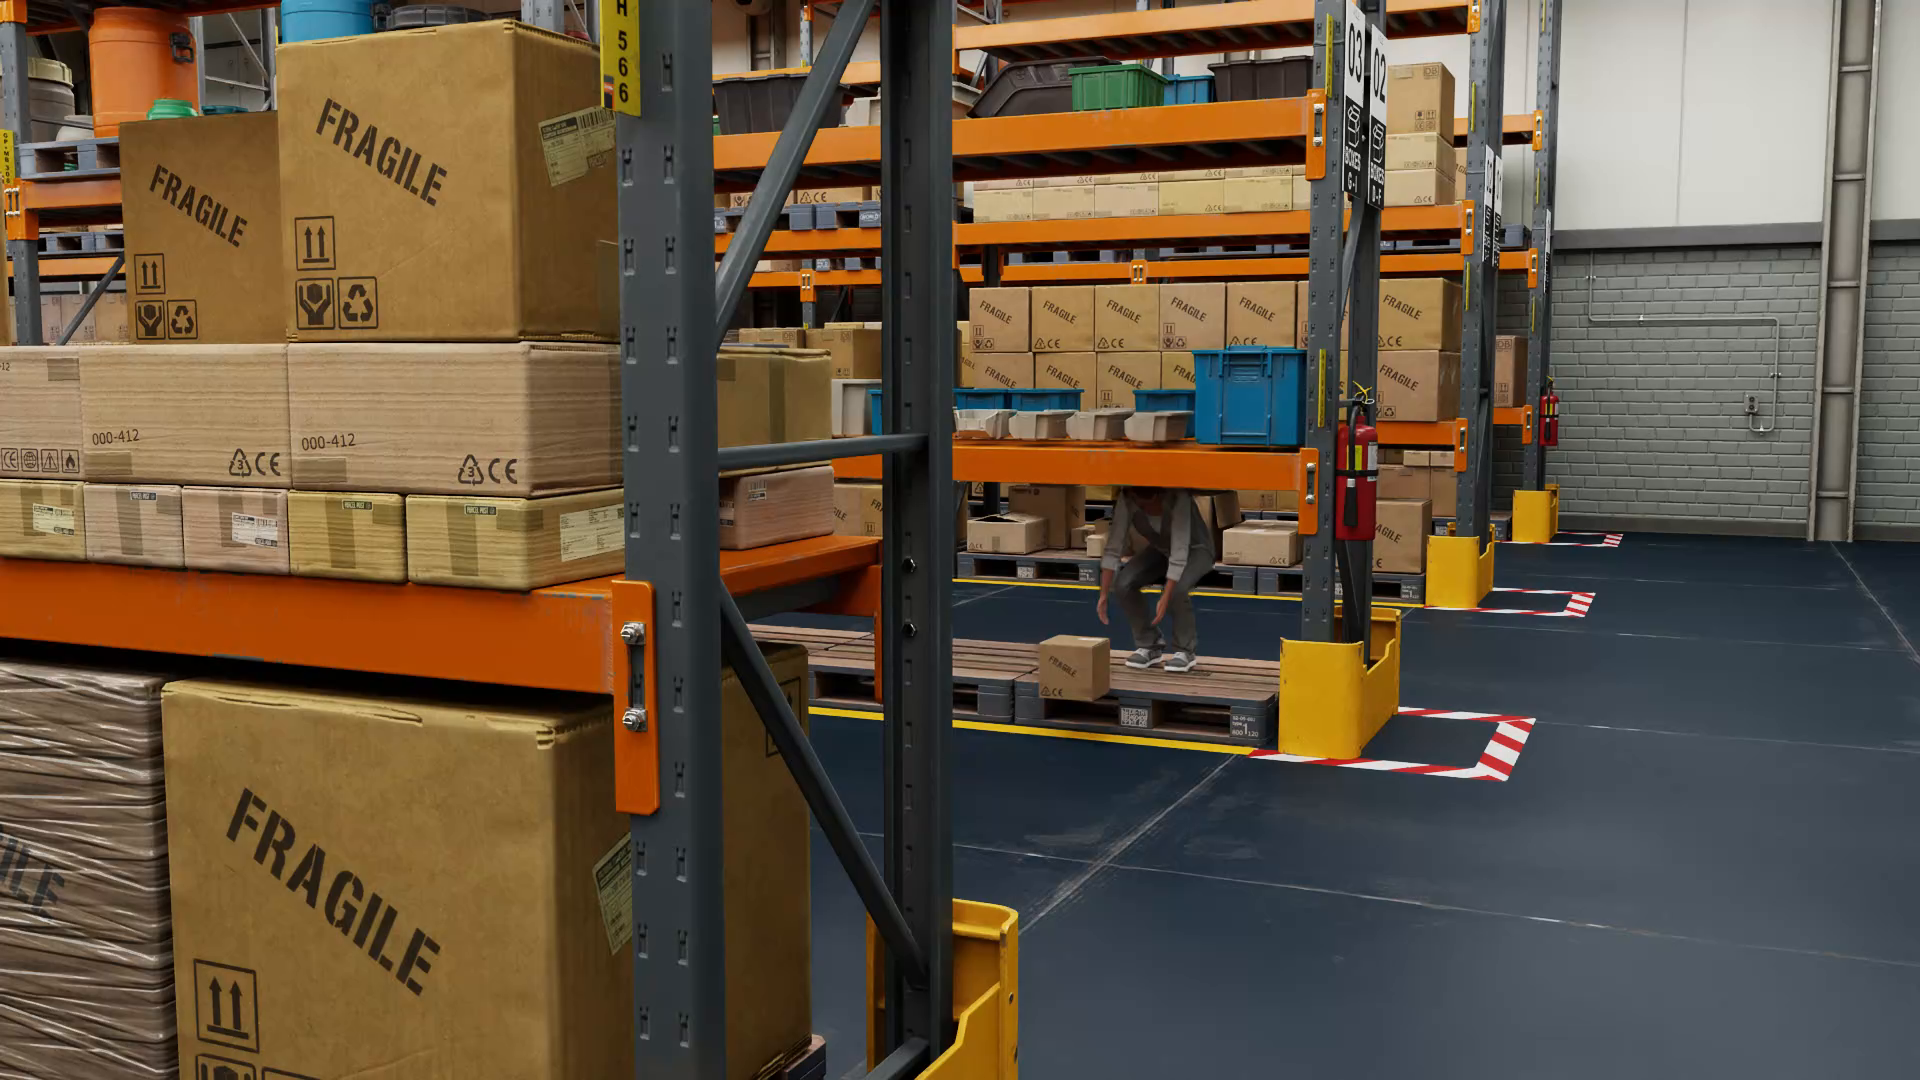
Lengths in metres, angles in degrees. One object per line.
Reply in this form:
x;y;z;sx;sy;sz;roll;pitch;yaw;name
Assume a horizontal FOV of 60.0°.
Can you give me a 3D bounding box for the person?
0.985;0.122;8.029;0.454;1.031;0.765;4;7;36;person
